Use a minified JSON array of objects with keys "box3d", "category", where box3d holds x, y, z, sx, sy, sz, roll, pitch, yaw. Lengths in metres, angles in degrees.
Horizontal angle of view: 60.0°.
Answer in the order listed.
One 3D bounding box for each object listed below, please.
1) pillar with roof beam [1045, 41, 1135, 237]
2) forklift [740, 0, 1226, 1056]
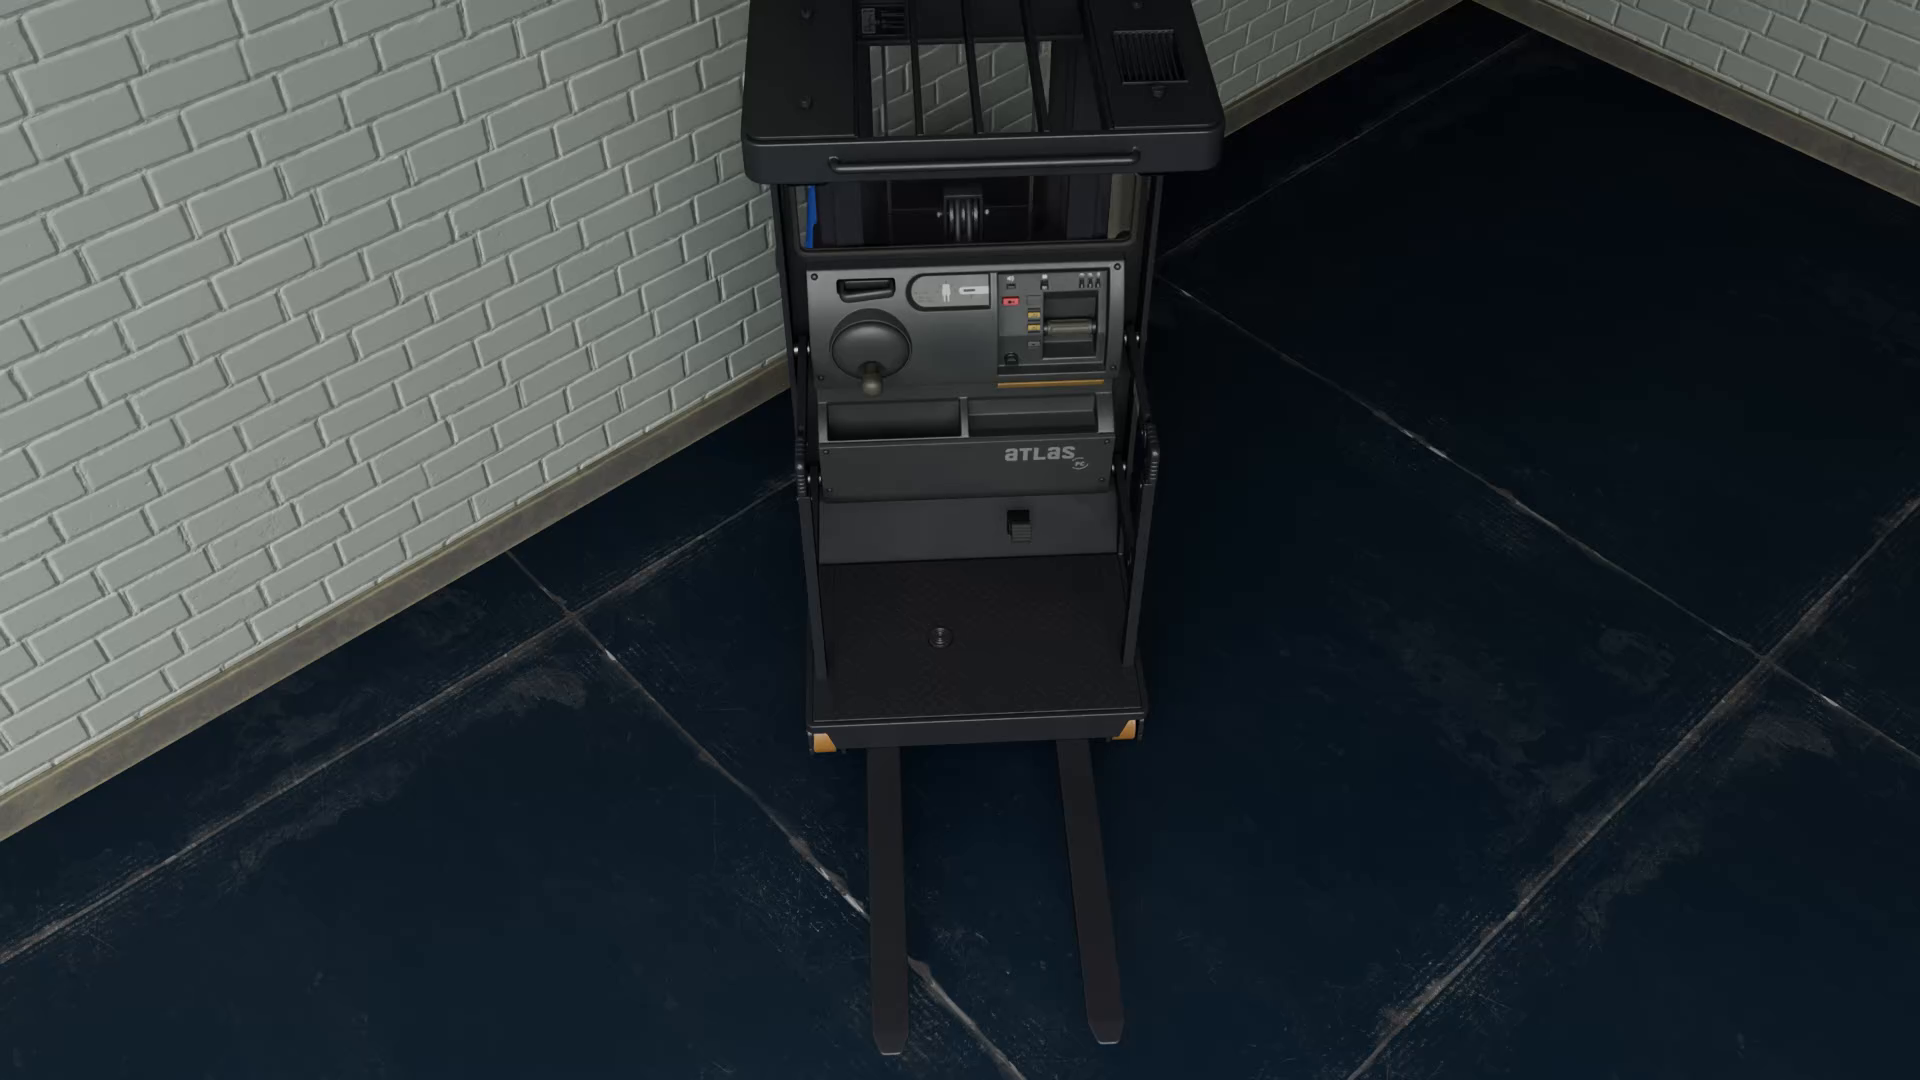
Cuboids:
[{"box3d":[3.500,-2.092,2.057,0.400,9.000,9.100,-34,56,-27],"category":"pillar with roof beam"},{"box3d":[0.033,-0.534,4.749,1.130,2.935,3.031,-2,47,-2],"category":"forklift"}]
